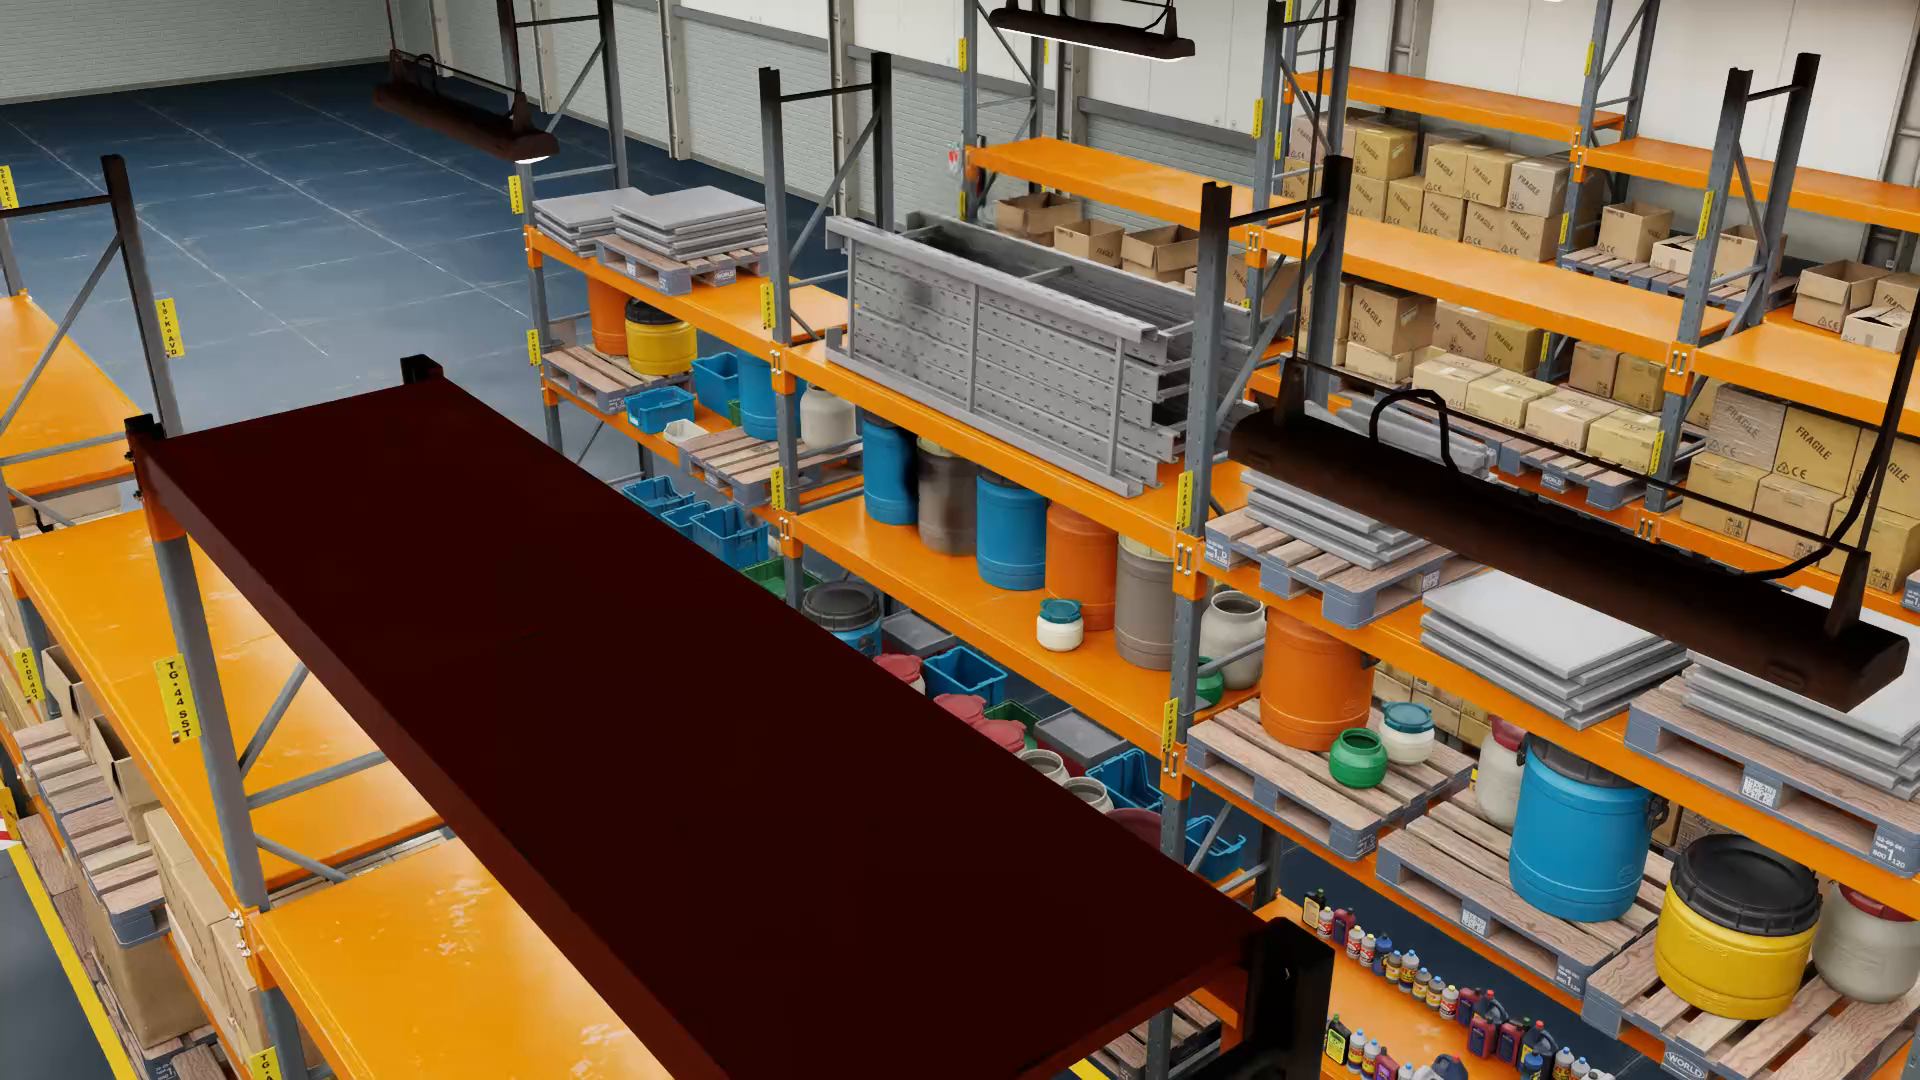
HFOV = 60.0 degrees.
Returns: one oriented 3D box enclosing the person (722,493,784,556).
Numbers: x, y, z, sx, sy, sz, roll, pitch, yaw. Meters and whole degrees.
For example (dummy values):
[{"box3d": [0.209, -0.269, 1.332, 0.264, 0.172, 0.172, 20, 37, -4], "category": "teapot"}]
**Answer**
[{"box3d": [-2.171, -0.336, 17.056, 1.093, 1.703, 0.584, 16, 30, 30], "category": "person"}]
